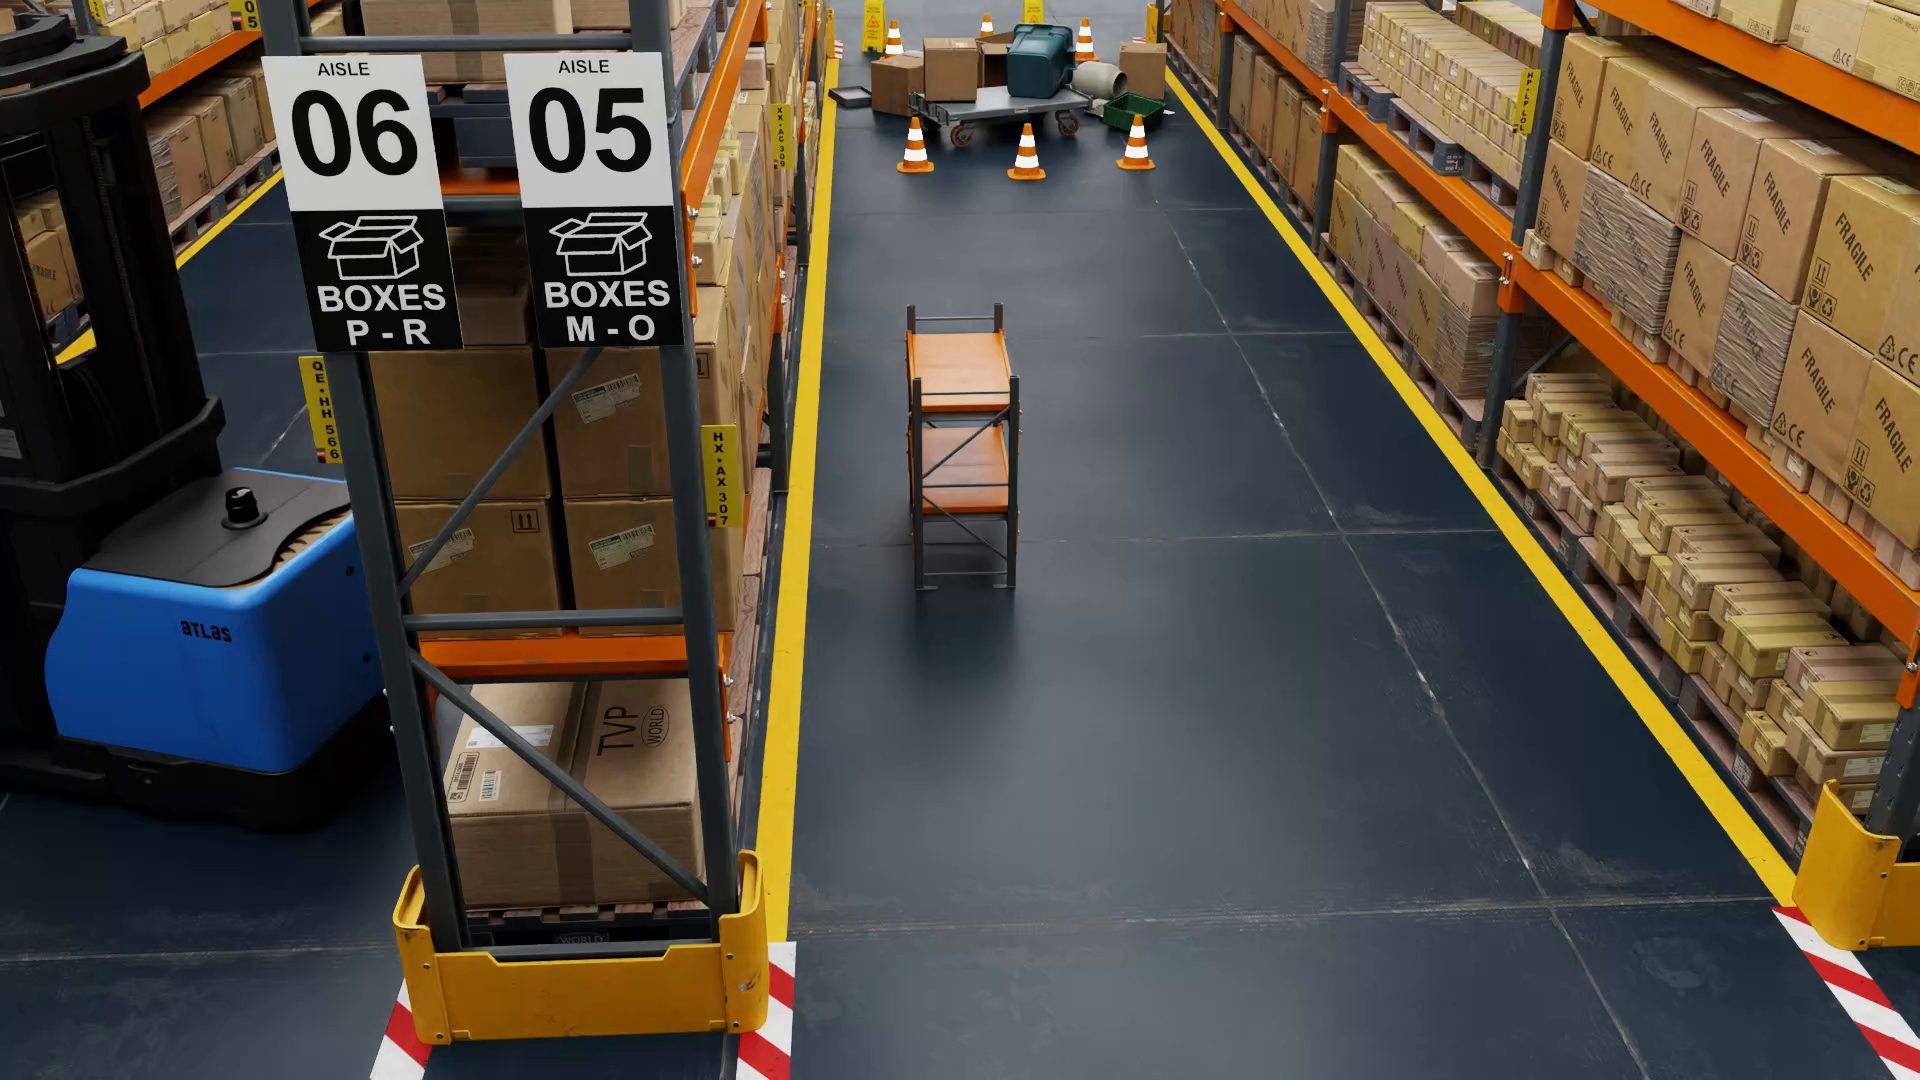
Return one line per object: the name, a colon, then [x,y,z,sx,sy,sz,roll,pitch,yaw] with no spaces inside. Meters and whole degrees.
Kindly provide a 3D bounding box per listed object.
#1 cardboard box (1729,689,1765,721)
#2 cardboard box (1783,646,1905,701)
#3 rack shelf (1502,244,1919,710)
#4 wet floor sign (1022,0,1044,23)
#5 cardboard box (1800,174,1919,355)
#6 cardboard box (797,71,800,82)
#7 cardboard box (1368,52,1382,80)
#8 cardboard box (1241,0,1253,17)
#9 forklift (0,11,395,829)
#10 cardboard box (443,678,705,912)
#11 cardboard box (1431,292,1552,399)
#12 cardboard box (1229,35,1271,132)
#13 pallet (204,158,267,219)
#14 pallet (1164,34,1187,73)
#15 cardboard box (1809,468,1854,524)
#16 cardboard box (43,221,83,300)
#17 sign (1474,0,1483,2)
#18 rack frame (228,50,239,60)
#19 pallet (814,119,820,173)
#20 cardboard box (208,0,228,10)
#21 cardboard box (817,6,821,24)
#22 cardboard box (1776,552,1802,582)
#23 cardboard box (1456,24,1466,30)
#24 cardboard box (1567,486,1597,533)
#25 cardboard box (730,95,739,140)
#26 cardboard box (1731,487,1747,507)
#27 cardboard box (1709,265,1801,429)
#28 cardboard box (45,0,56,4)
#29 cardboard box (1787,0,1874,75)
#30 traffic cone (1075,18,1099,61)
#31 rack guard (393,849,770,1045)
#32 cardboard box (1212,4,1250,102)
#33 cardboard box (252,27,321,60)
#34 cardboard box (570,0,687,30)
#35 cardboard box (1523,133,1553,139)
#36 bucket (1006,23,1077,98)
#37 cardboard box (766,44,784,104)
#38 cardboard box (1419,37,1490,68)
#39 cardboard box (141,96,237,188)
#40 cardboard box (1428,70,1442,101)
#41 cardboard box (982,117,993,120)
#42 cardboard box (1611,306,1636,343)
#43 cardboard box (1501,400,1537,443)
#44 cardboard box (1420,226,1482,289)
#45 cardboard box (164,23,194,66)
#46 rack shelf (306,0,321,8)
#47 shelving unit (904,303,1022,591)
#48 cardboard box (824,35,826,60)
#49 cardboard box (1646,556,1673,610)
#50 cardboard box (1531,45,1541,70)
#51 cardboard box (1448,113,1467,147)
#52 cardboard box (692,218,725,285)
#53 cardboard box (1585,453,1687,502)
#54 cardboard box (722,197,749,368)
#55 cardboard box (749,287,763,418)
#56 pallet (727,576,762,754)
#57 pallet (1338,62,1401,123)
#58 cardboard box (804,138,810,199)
cardboard box: [3.413,0.680,6.832,0.380,0.149,0.250,-2,28,-3]
cardboard box: [3.455,0.539,6.459,0.380,0.149,0.250,-1,28,-2]
rack shelf: [3.587,-0.524,7.289,1.077,0.370,4.000,-1,28,-3]
wet floor sign: [0.877,-6.230,19.998,0.267,0.644,0.232,-6,28,-11]
cardboard box: [3.392,-0.978,5.871,0.500,0.500,0.500,-2,28,-4]
cardboard box: [-1.379,-3.154,11.716,0.500,0.250,0.500,-2,28,-4]
cardboard box: [3.109,-3.353,11.754,0.380,0.149,0.250,0,28,0]
cardboard box: [2.850,-5.023,15.029,0.500,0.500,0.500,-1,28,-2]
forklift: [-3.875,-0.534,6.605,3.031,2.935,1.130,7,28,14]
cardboard box: [-1.381,0.894,6.109,0.875,0.438,0.875,-2,28,-4]
cardboard box: [3.192,-1.180,10.019,0.500,0.500,0.500,-2,28,-4]
cardboard box: [3.187,-4.366,15.855,1.050,0.750,0.750,-2,28,-3]
pallet: [-6.686,-3.033,14.337,1.003,0.211,1.213,-1,28,-3]
pallet: [2.976,-5.705,19.460,1.003,0.211,1.213,-1,28,-3]
cardboard box: [3.388,-0.183,6.129,0.380,0.149,0.250,-2,28,-3]
cardboard box: [-6.369,-1.983,11.557,0.500,0.500,0.500,-2,28,-3]
sign: [3.815,-4.110,12.220,0.100,0.325,0.005,-1,28,-3]
rack frame: [-6.830,-5.174,15.426,1.000,3.000,0.127,-1,28,-3]
pallet: [-1.831,-3.699,15.614,1.003,0.211,1.213,-1,28,-3]
cardboard box: [-6.494,-4.634,14.014,0.500,0.250,0.500,-1,28,-2]
cardboard box: [-1.581,-5.220,16.522,0.380,0.149,0.250,-1,28,-2]
cardboard box: [3.792,0.174,7.480,0.380,0.149,0.250,0,28,0]
cardboard box: [3.754,-3.604,11.912,0.380,0.149,0.250,-1,28,-2]
cardboard box: [3.322,-0.161,8.443,0.380,0.149,0.250,-2,28,-4]
cardboard box: [-1.133,-1.770,7.010,0.380,0.149,0.250,-2,28,-3]
cardboard box: [3.902,-0.194,7.864,0.380,0.149,0.250,-2,28,-4]
cardboard box: [3.353,-0.769,6.551,0.500,0.500,0.500,-1,28,-2]
cardboard box: [-6.918,-4.043,12.448,0.380,0.149,0.250,-1,28,-3]
cardboard box: [3.357,-1.852,5.975,0.500,0.250,0.500,0,28,0]
traffic cone: [1.465,-5.904,19.570,0.336,0.463,0.334,-1,28,-3]
rack guard: [-1.246,1.366,5.590,1.175,0.500,0.348,-1,28,-3]
cardboard box: [3.102,-4.998,16.932,0.875,0.875,0.875,-1,28,-2]
cardboard box: [-6.542,-4.815,16.176,0.500,0.250,0.500,-2,28,-3]
cardboard box: [-1.074,-1.711,5.252,0.380,0.149,0.250,0,28,-1]
cardboard box: [3.266,-2.286,9.064,0.380,0.149,0.250,0,28,0]
bucket: [0.755,-4.691,16.397,0.726,0.611,0.620,8,39,15]
cardboard box: [-1.192,-2.298,8.724,0.500,0.500,0.500,-1,28,-2]
cardboard box: [3.174,-3.128,10.677,0.380,0.149,0.250,-1,28,-1]
cardboard box: [-6.718,-3.360,14.063,0.875,0.625,0.625,-2,28,-5]
cardboard box: [3.185,-2.873,10.512,0.380,0.149,0.250,0,28,-1]
cardboard box: [0.227,-4.511,17.112,0.258,0.266,0.396,-23,35,-37]
cardboard box: [3.280,-1.034,7.760,0.380,0.149,0.250,-1,28,-2]
cardboard box: [3.182,-0.646,9.051,0.380,0.149,0.250,0,28,0]
cardboard box: [3.177,-1.753,10.305,0.500,0.250,0.500,0,28,0]
cardboard box: [-6.456,-3.941,13.224,0.500,0.250,0.500,-2,28,-4]
rack shelf: [-6.935,-5.778,17.363,1.077,0.370,4.000,-1,28,-3]
shelving unit: [0.000,-0.496,8.484,0.538,1.125,1.048,-1,28,-3]
cardboard box: [-1.752,-5.503,18.577,0.500,0.250,0.500,-1,28,-2]
cardboard box: [3.315,0.192,7.445,0.380,0.149,0.250,0,28,0]
cardboard box: [3.835,-3.020,10.471,0.380,0.149,0.250,-1,28,-1]
cardboard box: [3.206,-2.499,10.116,0.380,0.149,0.250,-3,28,-5]
cardboard box: [-0.973,-0.941,5.421,0.380,0.149,0.250,-1,28,-1]
cardboard box: [3.279,-0.305,8.077,0.380,0.149,0.250,-1,28,-2]
cardboard box: [-1.056,-0.946,6.130,0.500,0.500,0.500,-2,28,-3]
cardboard box: [-1.091,-0.726,6.789,0.500,0.500,0.500,0,28,-1]
pallet: [-1.427,0.554,7.460,1.003,0.211,1.213,-1,28,-3]
pallet: [3.417,-3.202,11.854,1.213,0.211,1.003,-1,28,-3]
cardboard box: [-1.731,-3.071,13.781,0.950,0.372,0.625,-2,28,-4]
